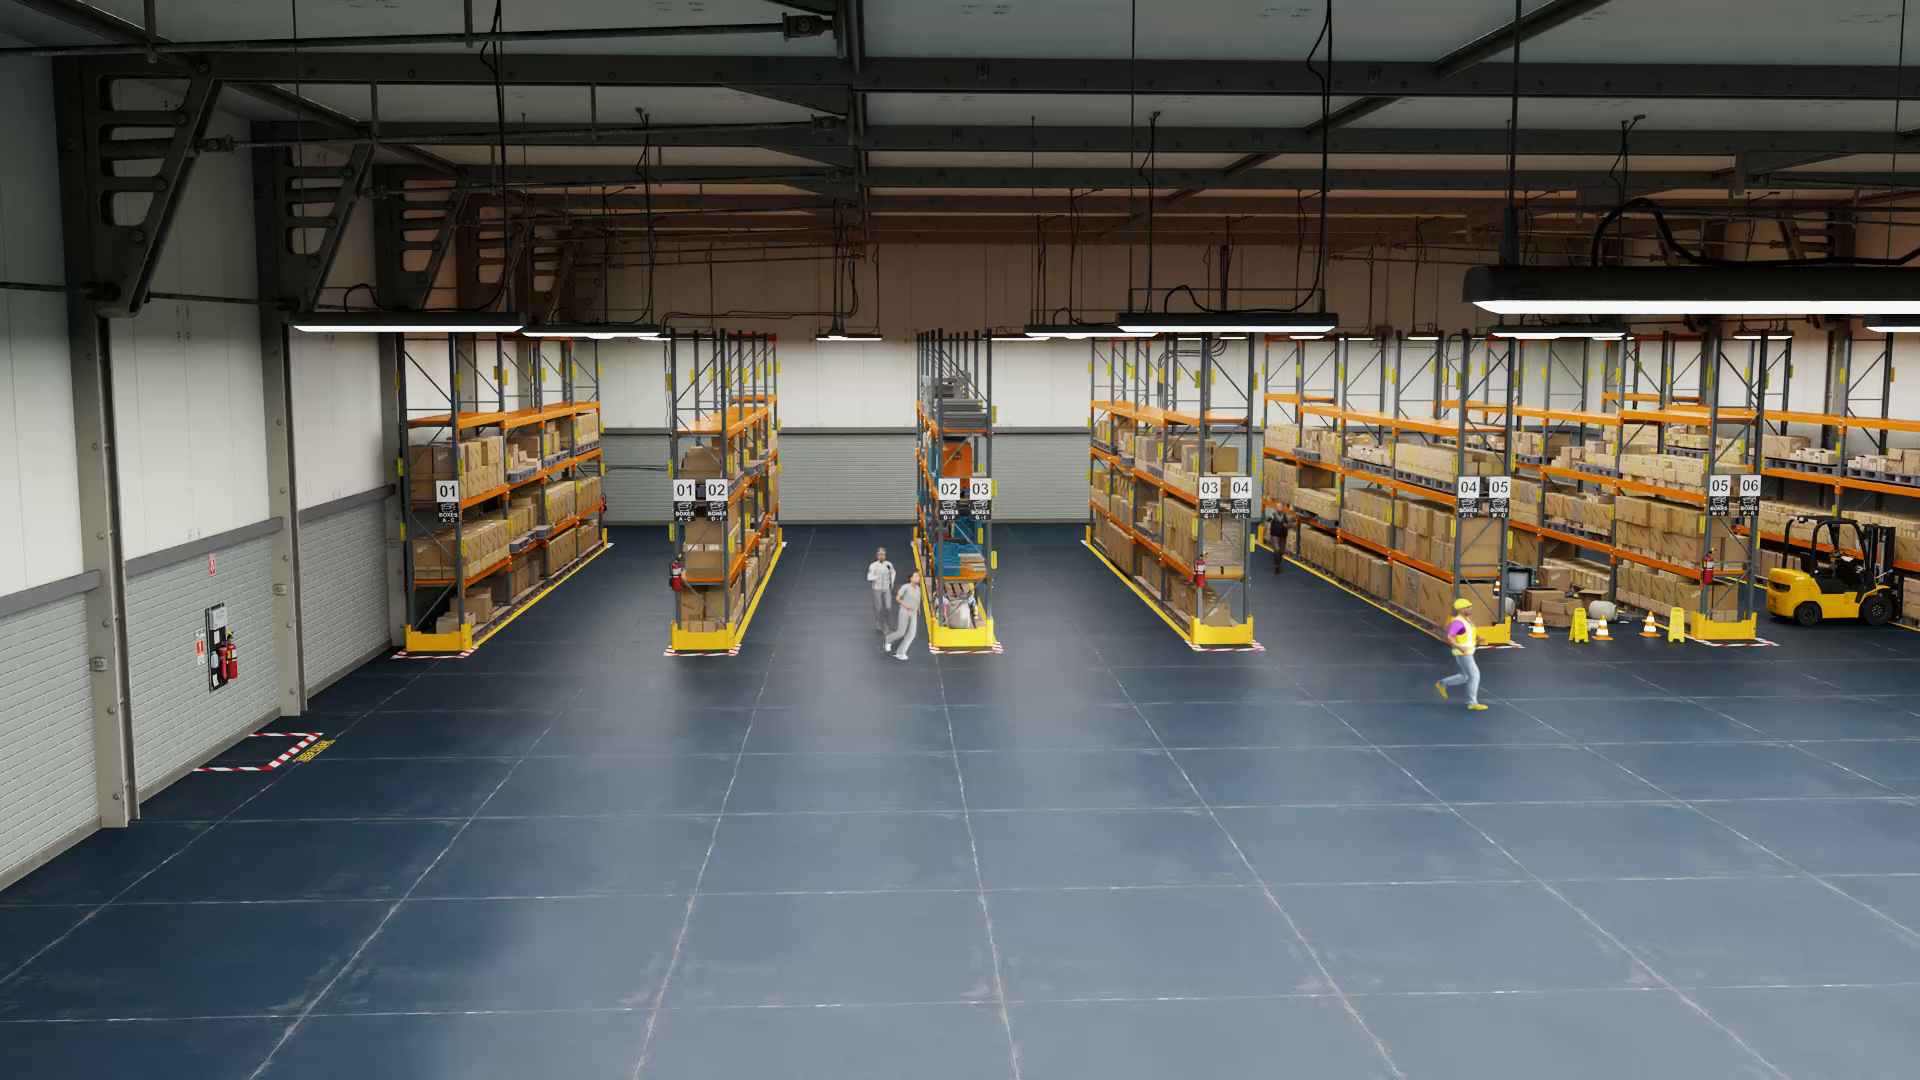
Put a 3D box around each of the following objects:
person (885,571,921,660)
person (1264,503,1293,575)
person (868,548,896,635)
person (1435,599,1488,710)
[{"bbox_3d":[-0.978,1.346,30.534,0.626,1.595,0.750,-5,8,-36],"label":"person"},{"bbox_3d":[7.981,-0.057,41.627,0.643,1.740,0.892,-1,7,-6],"label":"person"},{"bbox_3d":[-1.537,1.012,32.922,0.592,1.734,0.684,-1,7,-10],"label":"person"},{"bbox_3d":[7.895,1.786,26.154,0.846,1.739,0.714,3,8,27],"label":"person"}]
